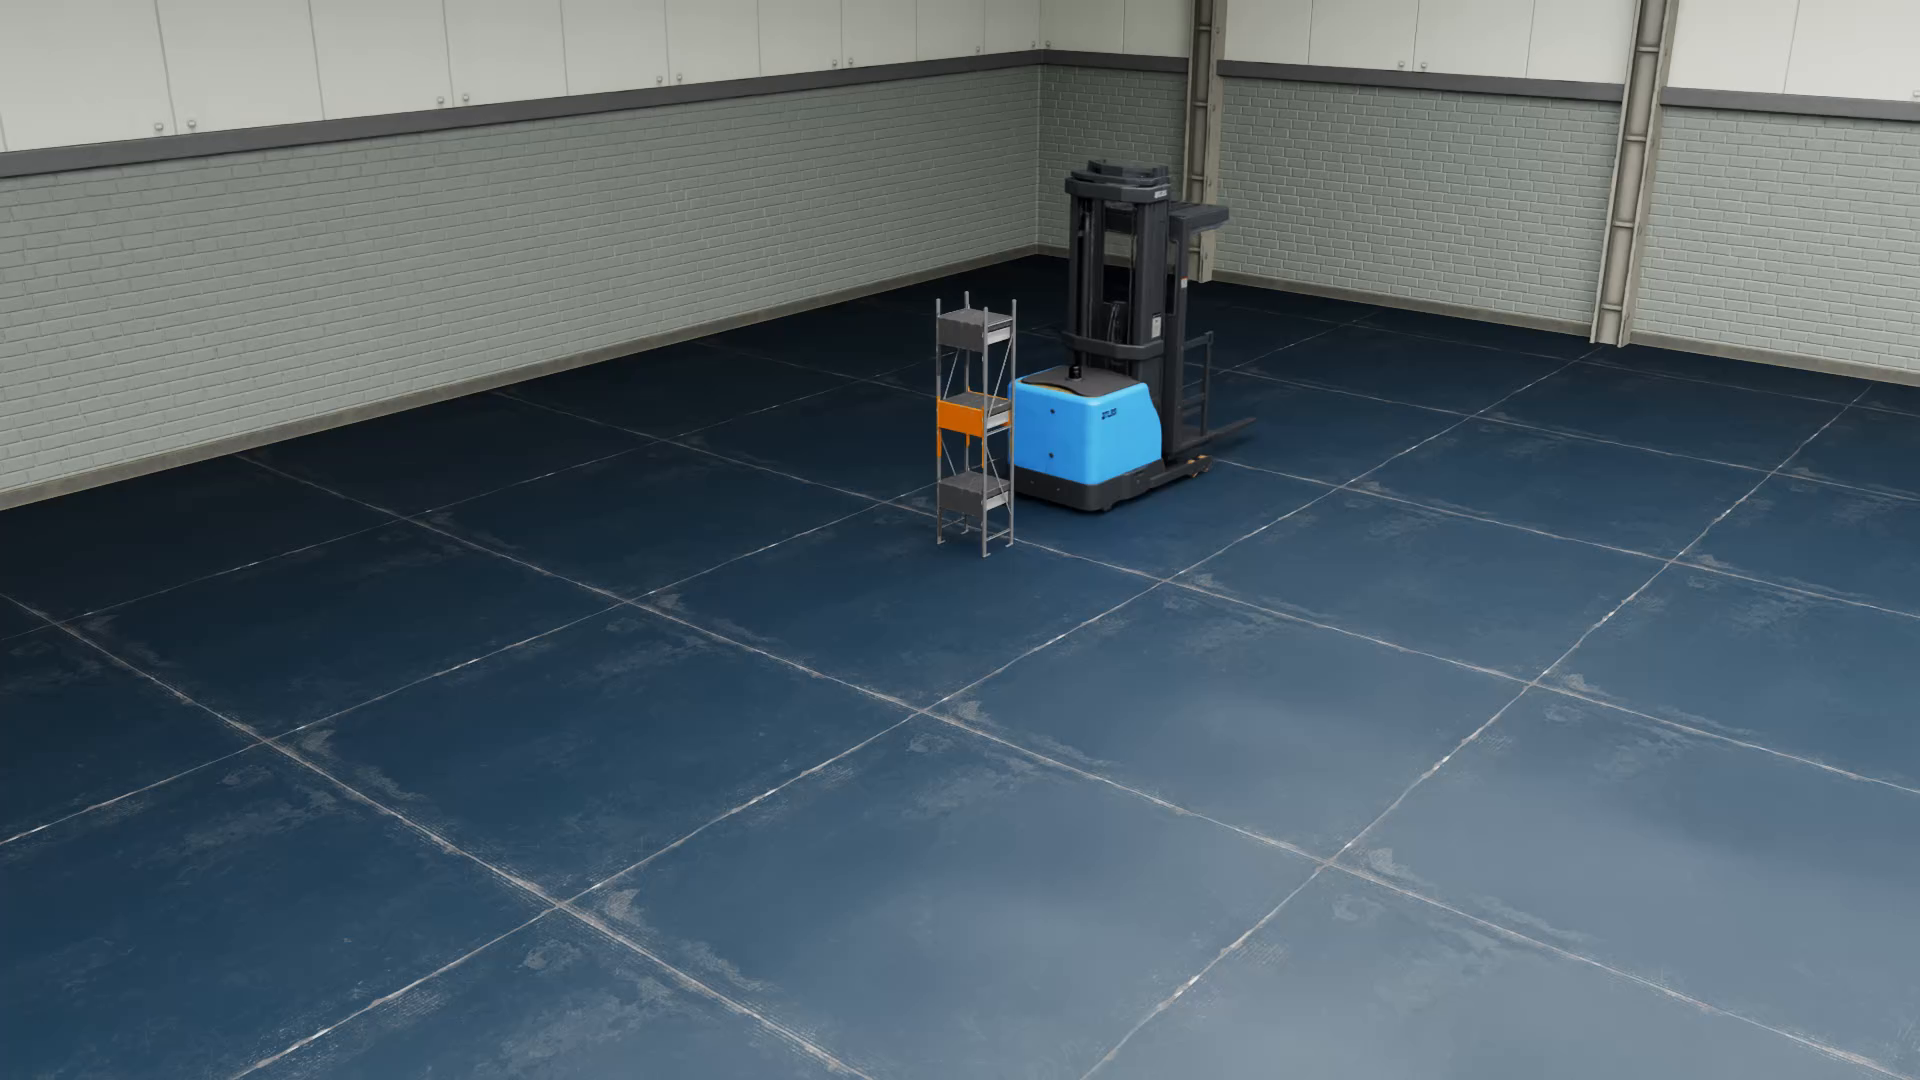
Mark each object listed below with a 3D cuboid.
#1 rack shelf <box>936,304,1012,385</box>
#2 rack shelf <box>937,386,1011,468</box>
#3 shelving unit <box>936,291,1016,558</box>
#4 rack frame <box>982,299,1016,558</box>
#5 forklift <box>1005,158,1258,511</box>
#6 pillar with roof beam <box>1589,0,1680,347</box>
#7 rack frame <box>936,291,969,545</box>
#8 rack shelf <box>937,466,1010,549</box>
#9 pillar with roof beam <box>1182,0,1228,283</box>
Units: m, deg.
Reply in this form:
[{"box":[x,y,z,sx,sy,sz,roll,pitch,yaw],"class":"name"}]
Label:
[{"box":[0.128,-1.588,13.458,0.480,0.518,0.431,16,26,36],"class":"rack shelf"},{"box":[0.128,-0.933,13.705,0.480,0.518,0.431,16,26,36],"class":"rack shelf"},{"box":[0.128,-0.946,13.700,0.503,2.100,0.431,16,26,36],"class":"shelving unit"},{"box":[0.317,-0.891,13.555,0.015,2.100,0.400,16,26,36],"class":"rack frame"},{"box":[1.760,-2.069,15.501,1.130,2.935,3.031,17,27,38],"class":"forklift"},{"box":[5.356,-5.489,15.971,0.400,9.000,9.100,16,26,36],"class":"pillar with roof beam"},{"box":[-0.061,-1.000,13.844,0.015,2.100,0.400,16,26,36],"class":"rack frame"},{"box":[0.128,-0.278,13.952,0.480,0.518,0.431,16,26,36],"class":"rack shelf"},{"box":[0.708,-6.828,19.521,0.400,9.000,9.100,16,26,36],"class":"pillar with roof beam"}]
